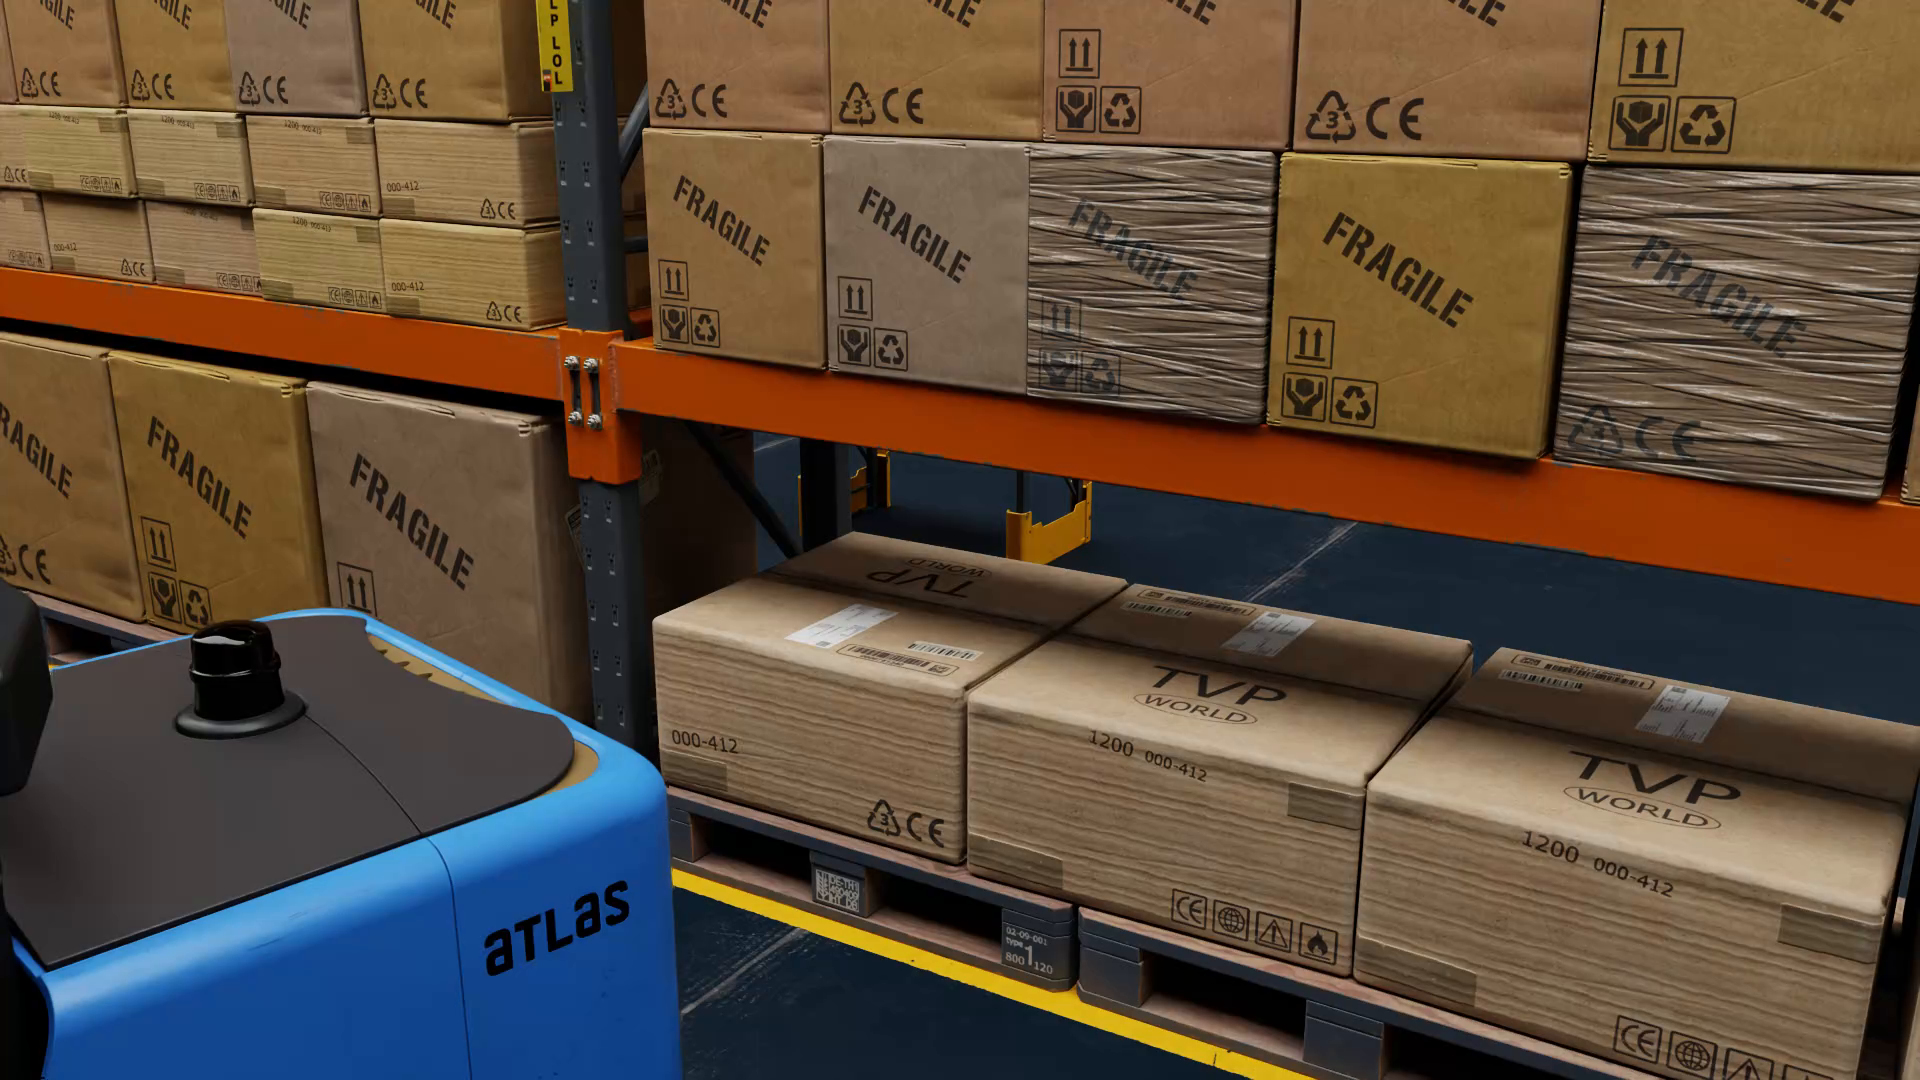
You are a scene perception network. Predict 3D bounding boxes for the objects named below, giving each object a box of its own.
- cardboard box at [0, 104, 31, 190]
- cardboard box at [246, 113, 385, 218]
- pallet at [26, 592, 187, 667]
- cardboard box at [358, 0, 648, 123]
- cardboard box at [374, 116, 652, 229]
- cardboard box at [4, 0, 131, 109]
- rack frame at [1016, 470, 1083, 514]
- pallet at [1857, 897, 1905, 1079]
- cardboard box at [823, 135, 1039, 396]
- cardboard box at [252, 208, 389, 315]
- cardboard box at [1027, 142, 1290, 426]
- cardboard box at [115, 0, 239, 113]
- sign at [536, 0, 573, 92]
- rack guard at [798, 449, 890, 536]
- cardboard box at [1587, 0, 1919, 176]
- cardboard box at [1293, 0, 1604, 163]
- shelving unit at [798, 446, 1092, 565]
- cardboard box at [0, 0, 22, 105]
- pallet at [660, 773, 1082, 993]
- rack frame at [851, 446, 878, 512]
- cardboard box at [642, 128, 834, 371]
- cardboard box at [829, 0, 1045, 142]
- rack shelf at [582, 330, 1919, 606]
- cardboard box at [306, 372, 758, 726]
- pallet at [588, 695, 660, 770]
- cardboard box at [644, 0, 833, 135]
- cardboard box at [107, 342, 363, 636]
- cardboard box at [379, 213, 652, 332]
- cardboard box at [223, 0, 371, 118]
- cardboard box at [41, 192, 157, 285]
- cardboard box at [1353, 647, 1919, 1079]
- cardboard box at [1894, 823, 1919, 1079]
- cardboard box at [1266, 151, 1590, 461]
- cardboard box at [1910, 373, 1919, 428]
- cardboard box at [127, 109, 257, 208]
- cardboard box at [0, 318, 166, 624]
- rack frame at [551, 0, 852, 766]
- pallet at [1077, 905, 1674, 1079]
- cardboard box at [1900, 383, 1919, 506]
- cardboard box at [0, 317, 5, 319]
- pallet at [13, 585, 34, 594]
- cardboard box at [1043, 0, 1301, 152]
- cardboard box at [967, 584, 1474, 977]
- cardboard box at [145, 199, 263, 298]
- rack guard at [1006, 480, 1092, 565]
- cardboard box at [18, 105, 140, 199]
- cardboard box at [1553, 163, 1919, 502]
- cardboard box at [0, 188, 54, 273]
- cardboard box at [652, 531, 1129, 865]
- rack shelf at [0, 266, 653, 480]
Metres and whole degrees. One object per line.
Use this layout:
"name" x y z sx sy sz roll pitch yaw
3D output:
"cardboard box" -2.882 -1.273 5.309 0.500 0.250 0.500 10 20 30
"cardboard box" -1.567 -1.042 4.547 0.500 0.250 0.500 11 20 31
"pallet" -2.375 0.257 5.672 1.213 0.211 1.003 10 20 30
"cardboard box" -1.146 -1.325 4.190 0.500 0.500 0.500 11 20 32
"cardboard box" -1.137 -0.967 4.303 0.500 0.250 0.500 10 20 30
"cardboard box" -2.462 -1.559 4.960 0.500 0.500 0.500 10 20 31
"rack frame" 0.360 -0.653 6.451 0.032 1.500 0.500 10 20 30
"pallet" 2.052 1.047 3.070 1.213 0.211 1.003 10 20 30
"cardboard box" 0.055 -0.627 3.613 0.500 0.500 0.500 10 20 30
"cardboard box" -1.582 -0.805 4.628 0.500 0.250 0.500 10 19 29
"cardboard box" 0.476 -0.550 3.359 0.500 0.500 0.500 10 20 30
"cardboard box" -2.013 -1.484 4.713 0.500 0.500 0.500 11 20 32
"sign" -0.910 -1.173 3.727 0.005 0.325 0.100 10 20 30
"rack guard" -0.489 -0.207 7.132 0.087 0.250 0.587 10 20 30
"cardboard box" 1.358 -0.874 2.704 0.500 0.500 0.500 10 20 30
"cardboard box" 0.931 -0.951 2.957 0.500 0.500 0.500 10 20 30
"shelving unit" -0.065 -0.729 6.701 1.083 1.500 0.587 10 20 30
"cardboard box" -2.890 -1.637 5.216 0.500 0.500 0.500 11 20 32
"pallet" -0.027 0.676 4.292 1.213 0.211 1.003 10 20 30
"rack frame" -0.506 -0.808 6.961 0.032 1.500 0.500 10 20 30
"cardboard box" -0.372 -0.705 3.868 0.500 0.500 0.500 11 20 32
"cardboard box" 0.072 -1.109 3.477 0.500 0.500 0.500 10 19 29
"rack shelf" 1.070 -0.145 3.434 4.000 0.370 1.077 10 20 30
"cardboard box" -1.205 -0.052 4.824 0.875 0.875 0.875 11 20 32
"pallet" -1.331 0.442 5.061 1.213 0.211 1.003 10 20 30
"cardboard box" -0.355 -1.187 3.735 0.500 0.500 0.500 10 20 30
"cardboard box" -1.978 -0.187 5.270 0.875 0.875 0.875 11 20 32
"cardboard box" -1.149 -0.727 4.372 0.500 0.250 0.500 10 19 29
"cardboard box" -1.591 -1.402 4.443 0.500 0.500 0.500 11 20 31
"cardboard box" -2.444 -0.964 5.151 0.500 0.250 0.500 10 20 30
"cardboard box" 1.375 0.628 3.340 0.875 0.438 0.875 11 20 32
"cardboard box" 2.159 0.765 2.889 0.875 0.438 0.875 9 19 28
"cardboard box" 0.915 -0.472 3.101 0.500 0.500 0.500 11 20 32
"cardboard box" 1.646 -0.528 3.288 0.500 0.500 0.500 10 20 30
"cardboard box" -2.012 -1.119 4.802 0.500 0.250 0.500 11 20 31
"cardboard box" -2.740 -0.323 5.718 0.875 0.875 0.875 10 20 31
"rack frame" -0.634 -0.793 4.331 0.127 3.000 1.000 10 20 30
"pallet" 1.016 0.862 3.682 1.213 0.211 1.003 10 20 30
"cardboard box" 1.805 -0.320 2.603 0.500 0.500 0.500 10 19 29
"cardboard box" -3.498 -0.460 6.168 0.875 0.875 0.875 10 20 30
"pallet" -3.410 0.071 6.283 1.213 0.211 1.003 10 20 30
"cardboard box" 0.502 -1.028 3.212 0.500 0.500 0.500 11 20 31
"cardboard box" 0.608 0.490 3.793 0.875 0.438 0.875 9 19 28
"cardboard box" -2.002 -0.886 4.896 0.500 0.250 0.500 10 19 29
"rack guard" 0.359 -0.055 6.634 0.087 0.250 0.587 10 20 30
"cardboard box" -2.457 -1.193 5.044 0.500 0.250 0.500 11 20 31
"cardboard box" 1.361 -0.396 2.853 0.500 0.500 0.500 11 20 32
"cardboard box" -2.867 -1.038 5.396 0.500 0.250 0.500 11 20 32
"cardboard box" -0.156 0.354 4.241 0.875 0.438 0.875 10 19 29
"rack shelf" -2.339 -0.753 5.437 4.000 0.370 1.077 10 20 30
